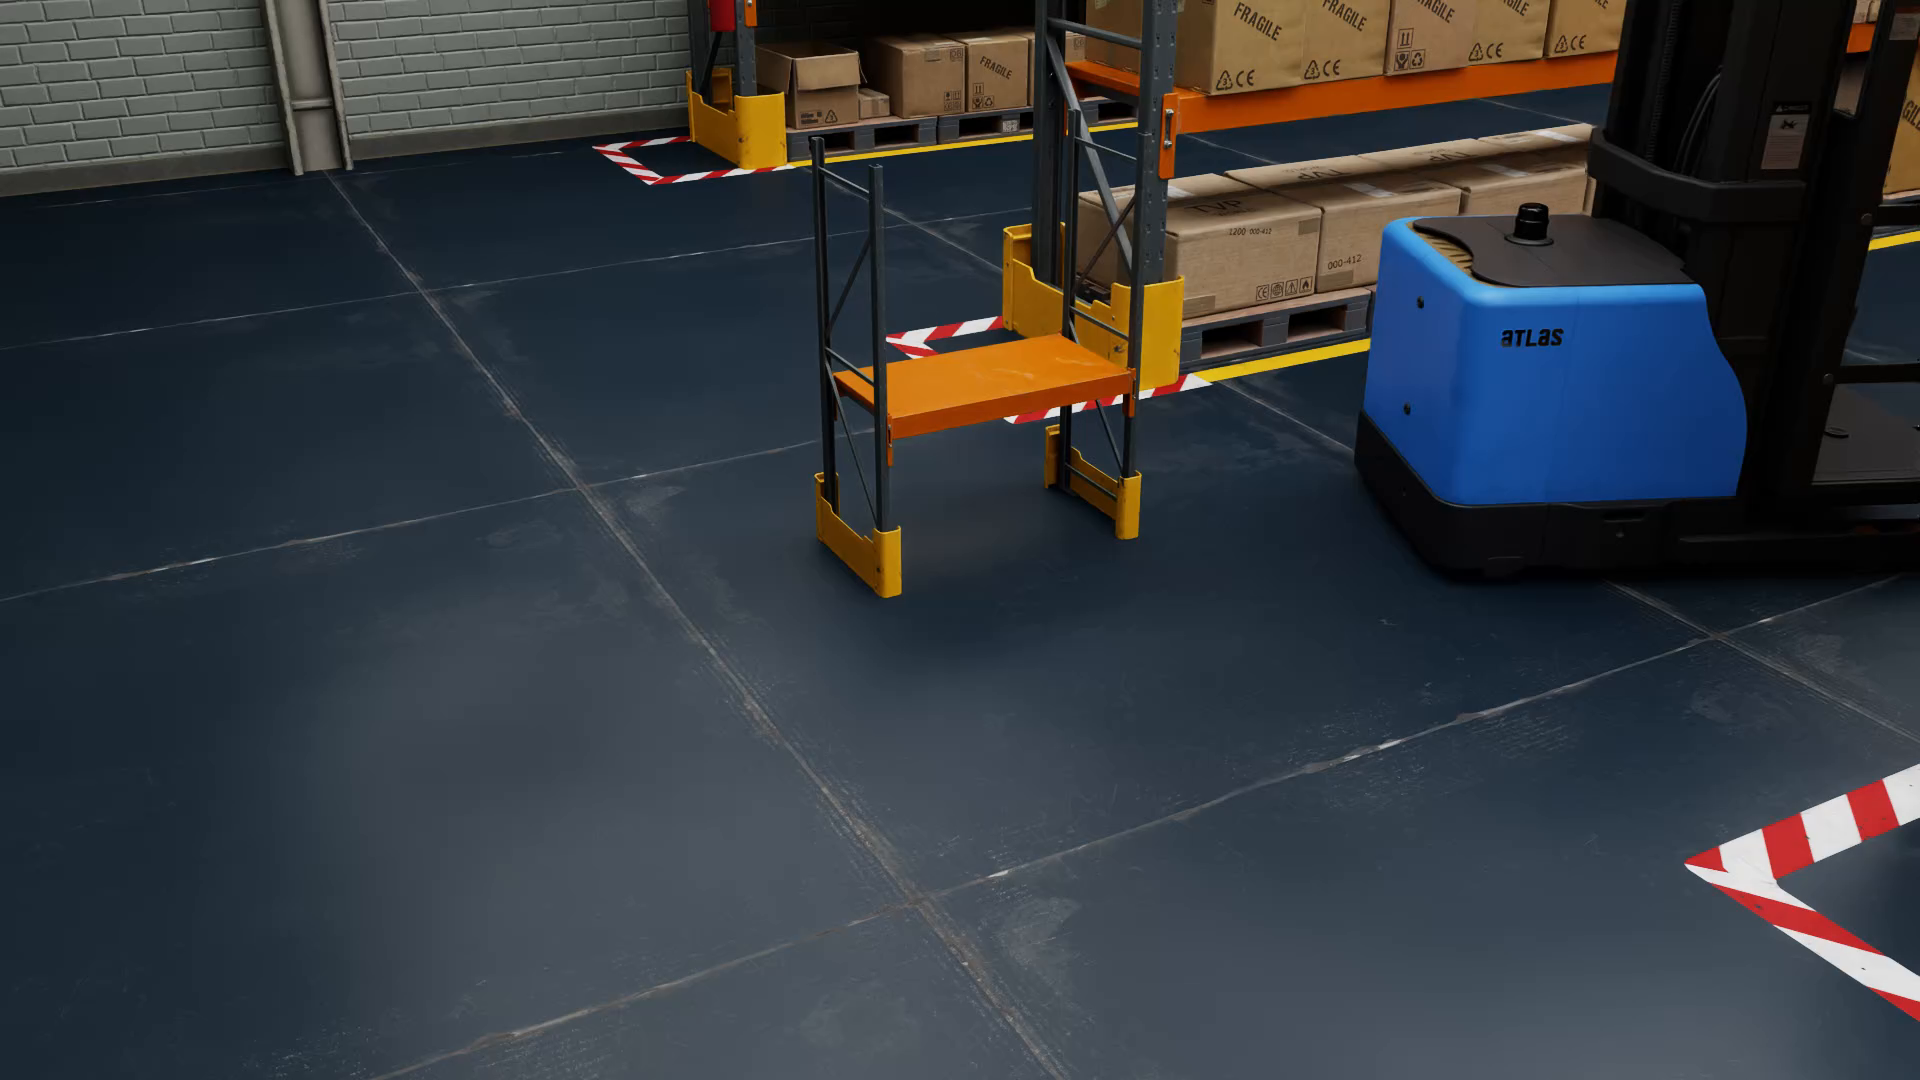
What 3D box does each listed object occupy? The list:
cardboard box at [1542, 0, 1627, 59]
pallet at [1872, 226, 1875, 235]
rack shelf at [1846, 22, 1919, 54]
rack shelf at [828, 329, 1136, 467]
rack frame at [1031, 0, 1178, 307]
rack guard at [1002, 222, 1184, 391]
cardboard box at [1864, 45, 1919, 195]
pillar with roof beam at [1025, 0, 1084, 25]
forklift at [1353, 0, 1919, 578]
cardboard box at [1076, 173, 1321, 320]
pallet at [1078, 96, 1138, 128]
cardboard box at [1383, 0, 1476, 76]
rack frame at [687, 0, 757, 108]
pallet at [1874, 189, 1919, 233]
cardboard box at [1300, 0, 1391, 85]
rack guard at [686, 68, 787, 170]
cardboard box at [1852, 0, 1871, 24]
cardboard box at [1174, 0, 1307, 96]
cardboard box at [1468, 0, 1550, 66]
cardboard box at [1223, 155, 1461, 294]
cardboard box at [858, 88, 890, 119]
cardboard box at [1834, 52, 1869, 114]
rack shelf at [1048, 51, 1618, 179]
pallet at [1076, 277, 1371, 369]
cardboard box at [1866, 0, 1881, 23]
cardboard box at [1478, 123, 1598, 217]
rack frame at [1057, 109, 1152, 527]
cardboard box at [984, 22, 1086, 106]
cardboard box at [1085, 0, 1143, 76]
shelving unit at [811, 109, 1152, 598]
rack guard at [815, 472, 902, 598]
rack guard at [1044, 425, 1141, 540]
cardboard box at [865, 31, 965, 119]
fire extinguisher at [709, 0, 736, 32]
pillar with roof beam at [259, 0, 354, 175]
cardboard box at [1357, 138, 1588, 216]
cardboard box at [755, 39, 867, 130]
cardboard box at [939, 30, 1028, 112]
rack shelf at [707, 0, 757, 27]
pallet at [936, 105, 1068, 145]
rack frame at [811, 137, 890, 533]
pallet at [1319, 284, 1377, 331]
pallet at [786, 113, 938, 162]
[{"bbox_3d":[2.995,-2.736,8.368,0.500,0.500,0.500,-13,29,-26],"label":"cardboard box"},{"bbox_3d":[4.818,-2.027,10.228,1.213,0.211,1.003,-13,29,-25],"label":"pallet"},{"bbox_3d":[5.937,-3.181,10.241,4.000,0.370,1.077,-13,29,-25],"label":"rack shelf"},{"bbox_3d":[0.075,-0.531,6.039,1.000,0.185,0.538,-13,29,-25],"label":"rack shelf"},{"bbox_3d":[0.643,-2.283,7.540,0.127,3.000,1.000,-13,29,-25],"label":"rack frame"},{"bbox_3d":[0.622,-1.152,8.071,0.348,0.500,1.175,-13,29,-25],"label":"rack guard"},{"bbox_3d":[5.475,-2.673,10.322,0.875,0.875,0.875,-12,28,-24],"label":"cardboard box"},{"bbox_3d":[2.821,-6.256,8.882,0.400,9.000,9.100,-13,29,-25],"label":"pillar with roof beam"},{"bbox_3d":[3.137,-1.432,5.847,3.031,2.935,1.130,-2,26,-4],"label":"forklift"},{"bbox_3d":[1.178,-1.490,8.363,0.875,0.438,0.875,-14,29,-27],"label":"cardboard box"},{"bbox_3d":[1.227,-3.596,13.497,1.213,0.211,1.003,-13,29,-25],"label":"pallet"},{"bbox_3d":[2.092,-2.527,7.932,0.500,0.500,0.500,-13,29,-25],"label":"cardboard box"},{"bbox_3d":[-1.696,-4.178,11.487,0.127,3.000,1.000,-13,29,-25],"label":"rack frame"},{"bbox_3d":[5.896,-2.277,10.749,1.213,0.211,1.003,-13,29,-25],"label":"pallet"},{"bbox_3d":[1.635,-2.430,7.731,0.500,0.500,0.500,-13,29,-26],"label":"cardboard box"},{"bbox_3d":[-1.629,-3.067,12.060,0.348,0.500,1.175,-13,29,-25],"label":"rack guard"},{"bbox_3d":[4.685,-3.019,9.246,0.500,0.250,0.500,-14,29,-26],"label":"cardboard box"},{"bbox_3d":[1.202,-2.317,7.494,0.500,0.500,0.500,-13,29,-25],"label":"cardboard box"},{"bbox_3d":[2.526,-2.635,8.158,0.500,0.500,0.500,-12,28,-23],"label":"cardboard box"},{"bbox_3d":[1.982,-1.680,8.758,0.875,0.438,0.875,-12,28,-24],"label":"cardboard box"},{"bbox_3d":[-0.719,-3.242,12.346,0.250,0.149,0.380,-14,29,-27],"label":"cardboard box"},{"bbox_3d":[4.682,-2.486,9.933,0.875,0.875,0.875,-12,28,-24],"label":"cardboard box"},{"bbox_3d":[2.408,-2.366,8.544,4.000,0.370,1.077,-13,29,-25],"label":"rack shelf"},{"bbox_3d":[1.312,-1.219,8.545,1.213,0.211,1.003,-13,29,-25],"label":"pallet"},{"bbox_3d":[5.141,-3.125,9.467,0.500,0.250,0.500,-14,29,-26],"label":"cardboard box"},{"bbox_3d":[3.568,-2.045,9.520,0.875,0.438,0.875,-13,29,-26],"label":"cardboard box"},{"bbox_3d":[0.524,-0.797,6.177,0.032,1.500,0.500,-13,29,-25],"label":"rack frame"},{"bbox_3d":[0.577,-3.700,12.893,0.500,0.500,0.700,-14,29,-27],"label":"cardboard box"},{"bbox_3d":[0.944,-2.528,7.934,0.500,0.500,0.500,-13,28,-25],"label":"cardboard box"},{"bbox_3d":[0.067,-0.692,5.958,1.083,1.500,0.587,-13,29,-25],"label":"shelving unit"},{"bbox_3d":[-0.372,-0.027,6.017,0.087,0.250,0.587,-13,29,-25],"label":"rack guard"},{"bbox_3d":[0.507,-0.230,6.439,0.087,0.250,0.587,-13,29,-25],"label":"rack guard"},{"bbox_3d":[-0.339,-3.488,12.453,0.500,0.500,0.700,-12,28,-23],"label":"cardboard box"},{"bbox_3d":[-1.608,-3.769,11.154,0.183,0.674,0.296,-13,29,-25],"label":"fire extinguisher"},{"bbox_3d":[-2.474,-5.034,6.337,0.400,9.000,9.100,-13,29,-25],"label":"pillar with roof beam"},{"bbox_3d":[2.778,-1.863,9.139,0.875,0.438,0.875,-14,29,-27],"label":"cardboard box"},{"bbox_3d":[-1.112,-3.331,12.120,0.637,0.503,0.797,-14,29,-27],"label":"cardboard box"},{"bbox_3d":[0.174,-3.558,12.598,0.500,0.500,0.500,-12,28,-24],"label":"cardboard box"},{"bbox_3d":[0.069,-4.261,12.491,4.000,0.370,1.077,-13,29,-25],"label":"rack shelf"},{"bbox_3d":[0.149,-3.346,12.976,1.213,0.211,1.003,-13,29,-25],"label":"pallet"},{"bbox_3d":[-0.373,-0.590,5.746,0.032,1.500,0.500,-13,29,-25],"label":"rack frame"},{"bbox_3d":[2.387,-1.466,9.059,1.213,0.211,1.003,-13,29,-25],"label":"pallet"},{"bbox_3d":[-0.926,-3.099,12.462,1.213,0.211,1.003,-13,29,-25],"label":"pallet"}]
